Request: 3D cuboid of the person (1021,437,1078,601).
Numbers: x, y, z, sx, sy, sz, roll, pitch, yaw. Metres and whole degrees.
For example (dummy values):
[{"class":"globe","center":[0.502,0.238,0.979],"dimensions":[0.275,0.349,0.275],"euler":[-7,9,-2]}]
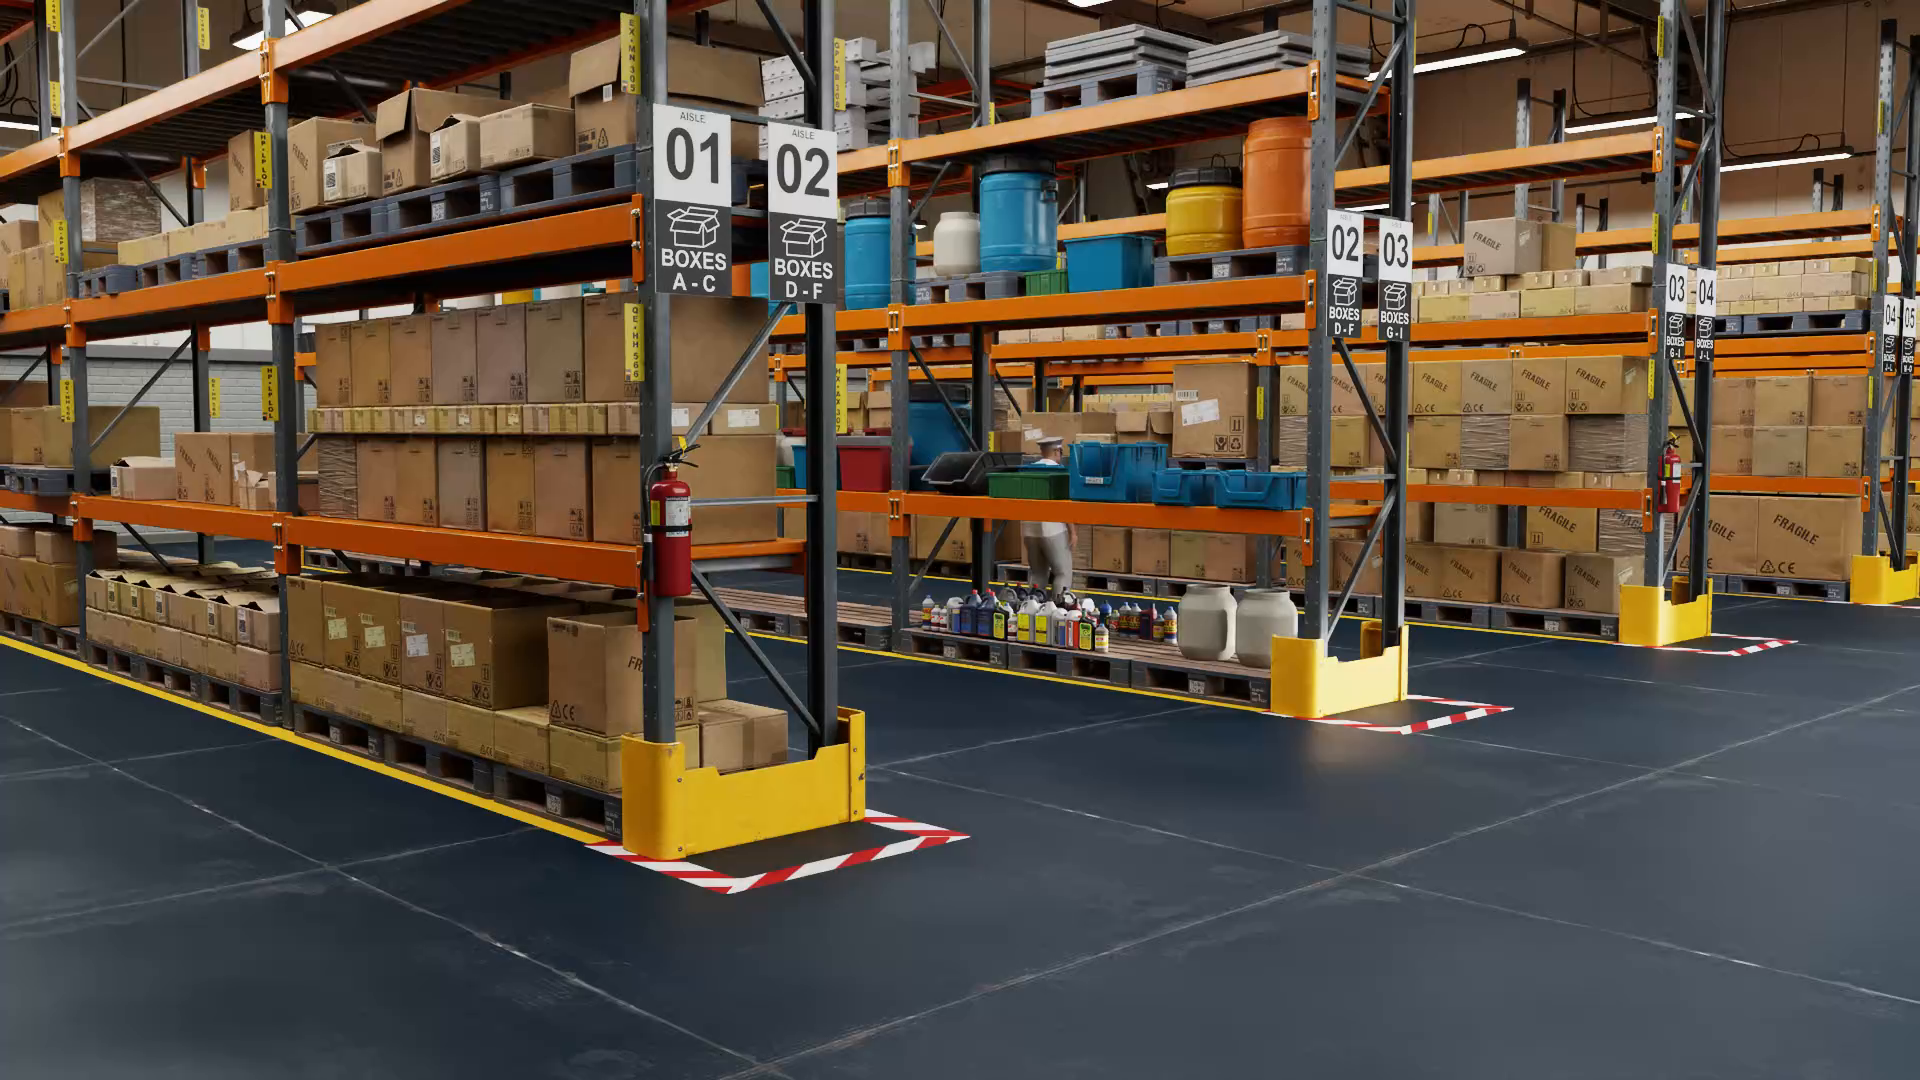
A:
[{"class":"person","center":[0.798,-0.057,15.049],"dimensions":[0.436,1.748,0.586],"euler":[-4,5,-43]}]
